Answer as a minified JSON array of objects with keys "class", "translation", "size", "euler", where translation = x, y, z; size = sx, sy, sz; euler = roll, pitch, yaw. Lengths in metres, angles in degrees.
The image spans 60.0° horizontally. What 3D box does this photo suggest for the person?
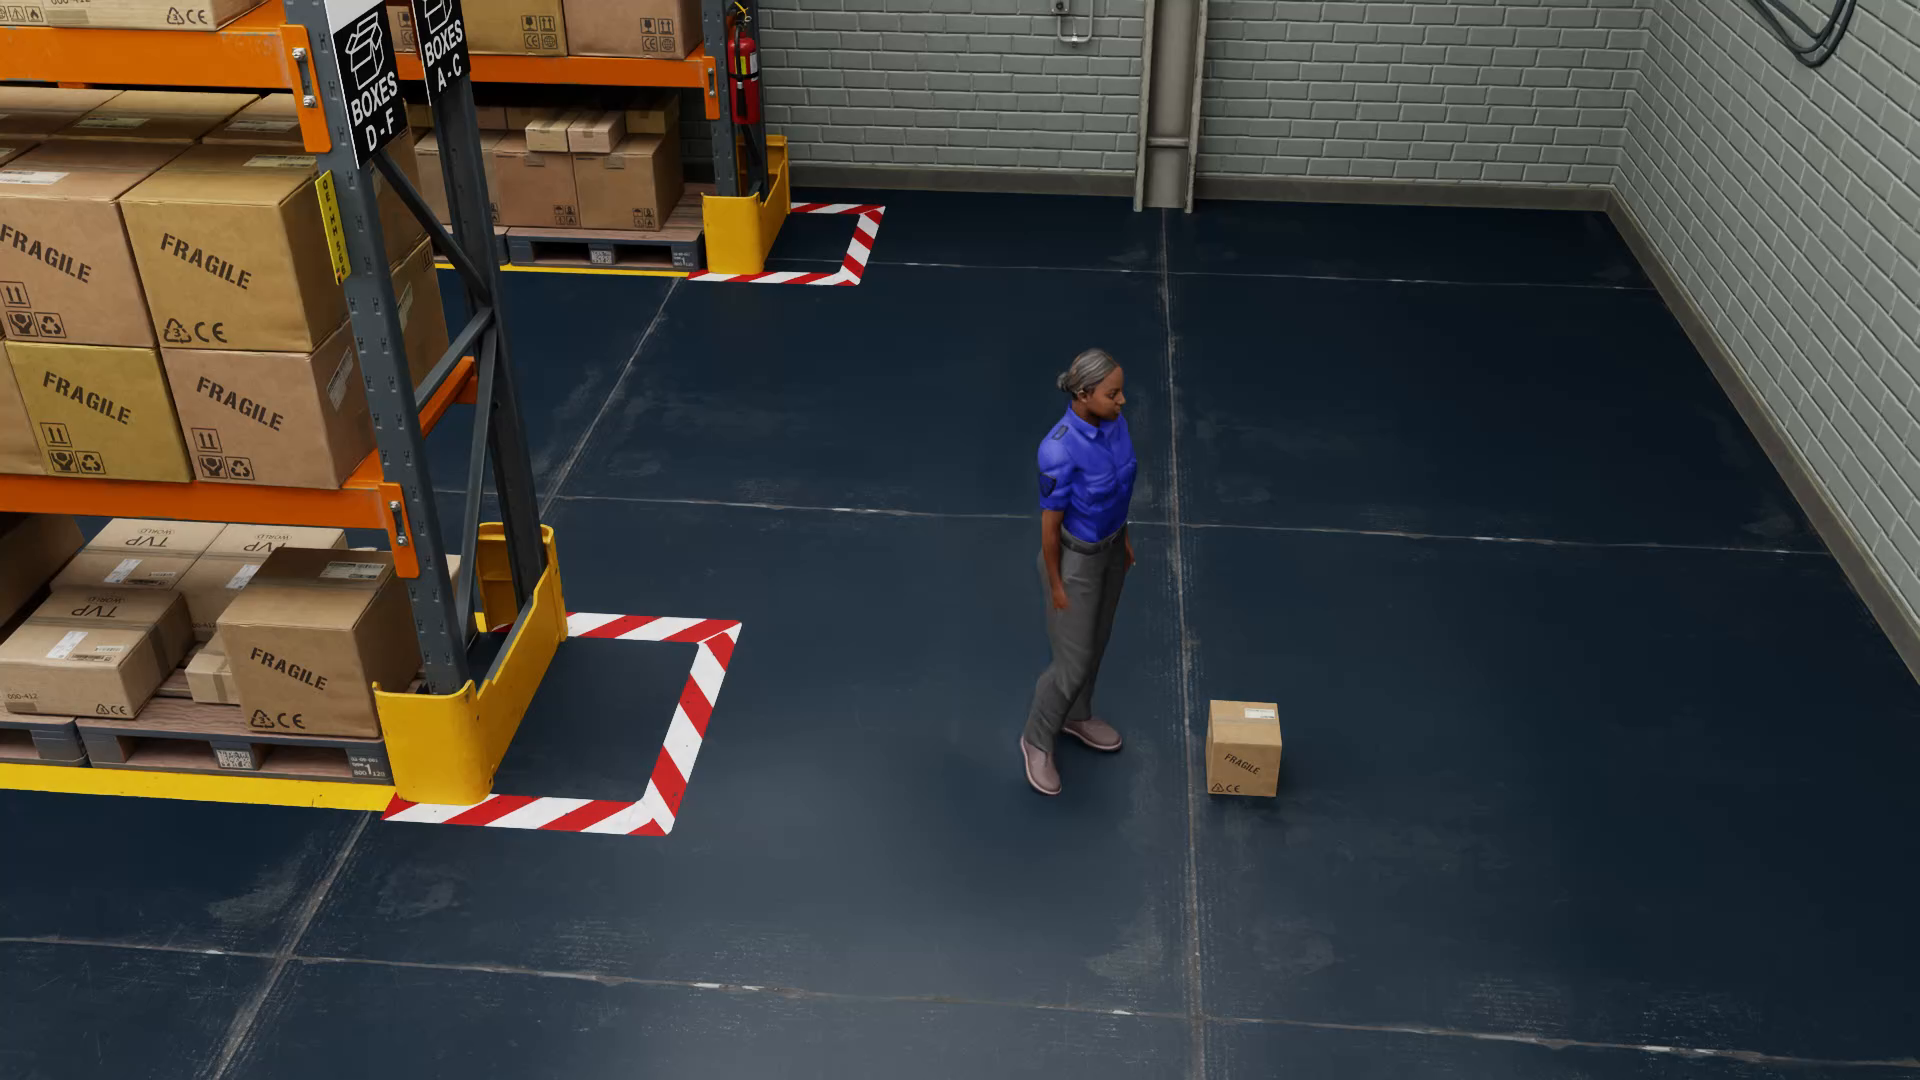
[{"class":"person","translation":[0.433,0.105,5.972],"size":[0.319,1.677,0.592],"euler":[20,37,28]}]
